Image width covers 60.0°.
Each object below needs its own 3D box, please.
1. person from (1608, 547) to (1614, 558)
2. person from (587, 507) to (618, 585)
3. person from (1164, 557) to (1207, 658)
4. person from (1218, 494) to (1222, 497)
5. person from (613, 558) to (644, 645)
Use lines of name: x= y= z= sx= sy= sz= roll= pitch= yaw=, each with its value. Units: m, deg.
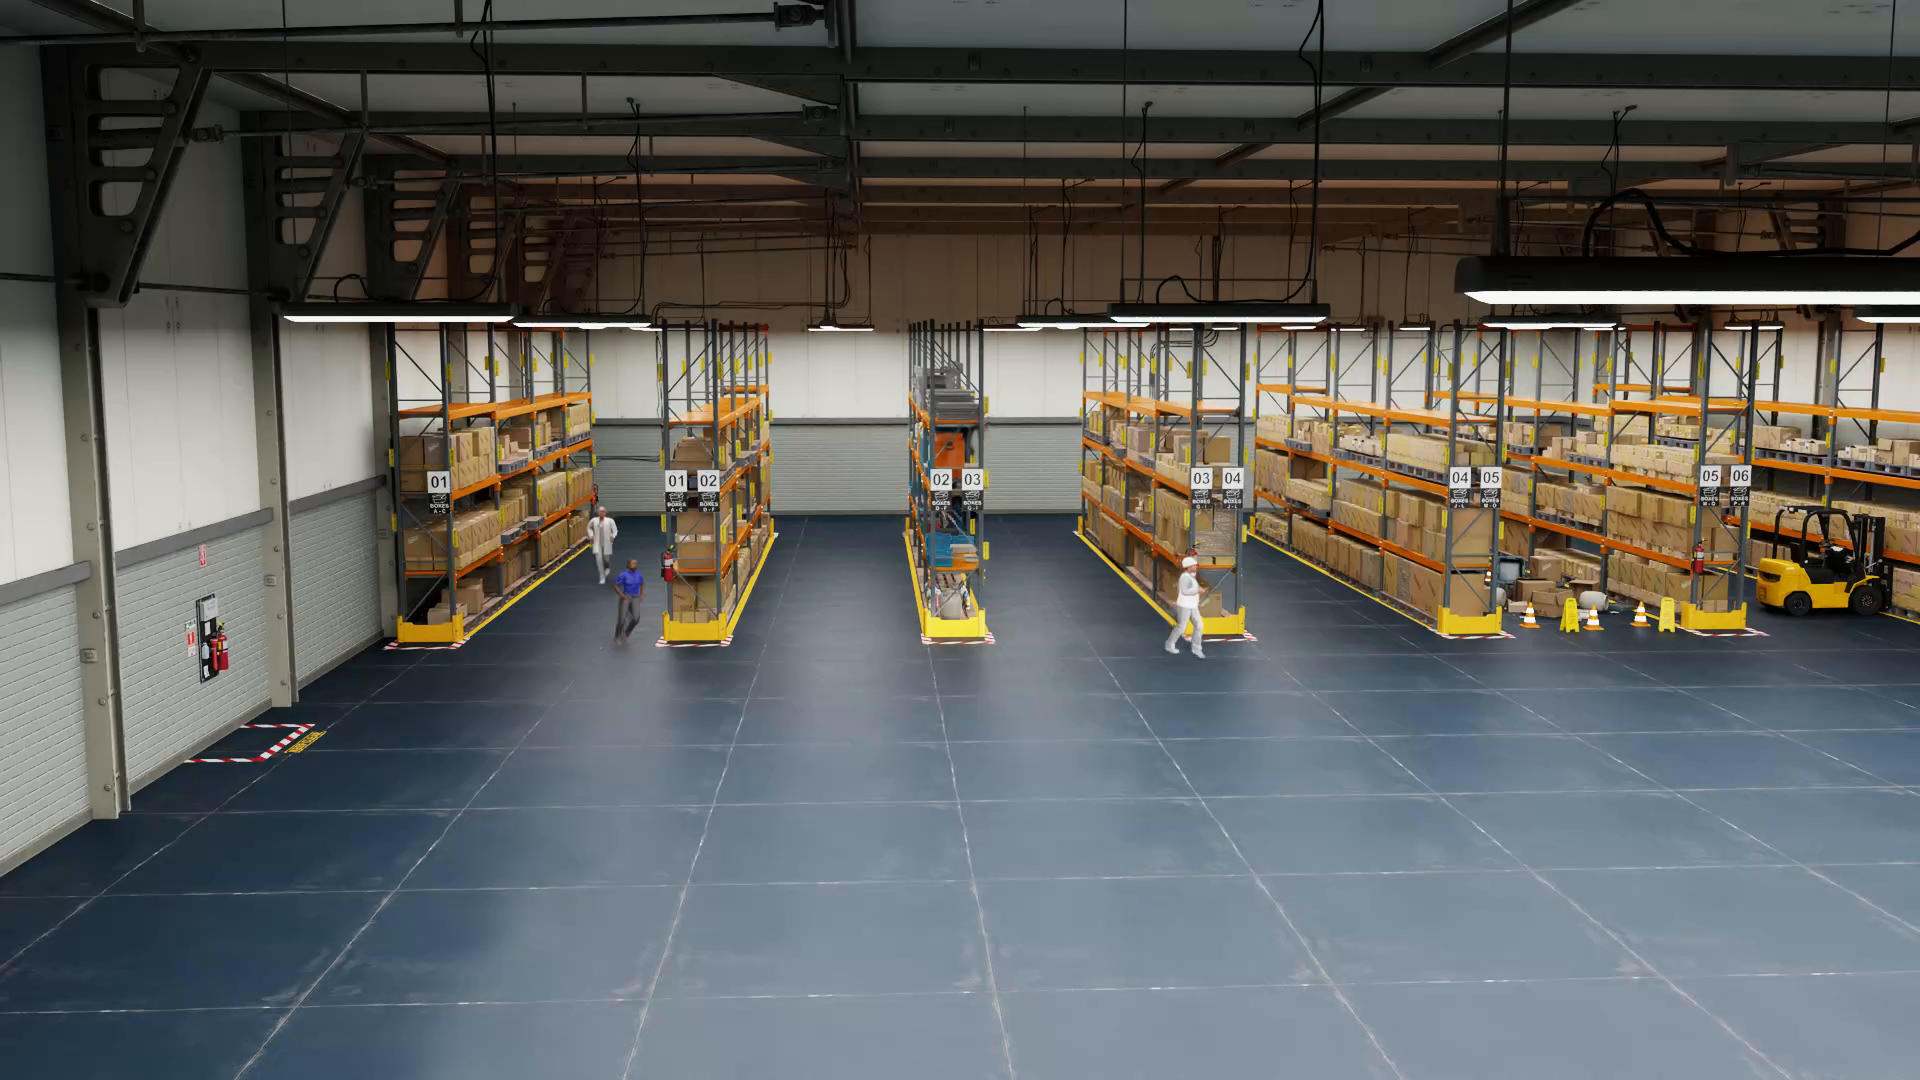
person: x=16.261 y=-0.179 z=40.977 sx=0.598 sy=1.743 sz=0.762 roll=-2 pitch=7 yaw=-13
person: x=-8.292 y=0.110 z=38.539 sx=0.711 sy=1.765 sz=0.880 roll=-1 pitch=7 yaw=-8
person: x=4.009 y=1.218 z=29.517 sx=0.782 sy=1.840 sz=0.626 roll=3 pitch=8 yaw=26
person: x=7.647 y=-1.125 z=48.482 sx=0.506 sy=1.742 sz=0.711 roll=-7 pitch=10 yaw=-44
person: x=-6.088 y=1.133 z=30.766 sx=0.638 sy=1.604 sz=0.590 roll=-4 pitch=8 yaw=-29
